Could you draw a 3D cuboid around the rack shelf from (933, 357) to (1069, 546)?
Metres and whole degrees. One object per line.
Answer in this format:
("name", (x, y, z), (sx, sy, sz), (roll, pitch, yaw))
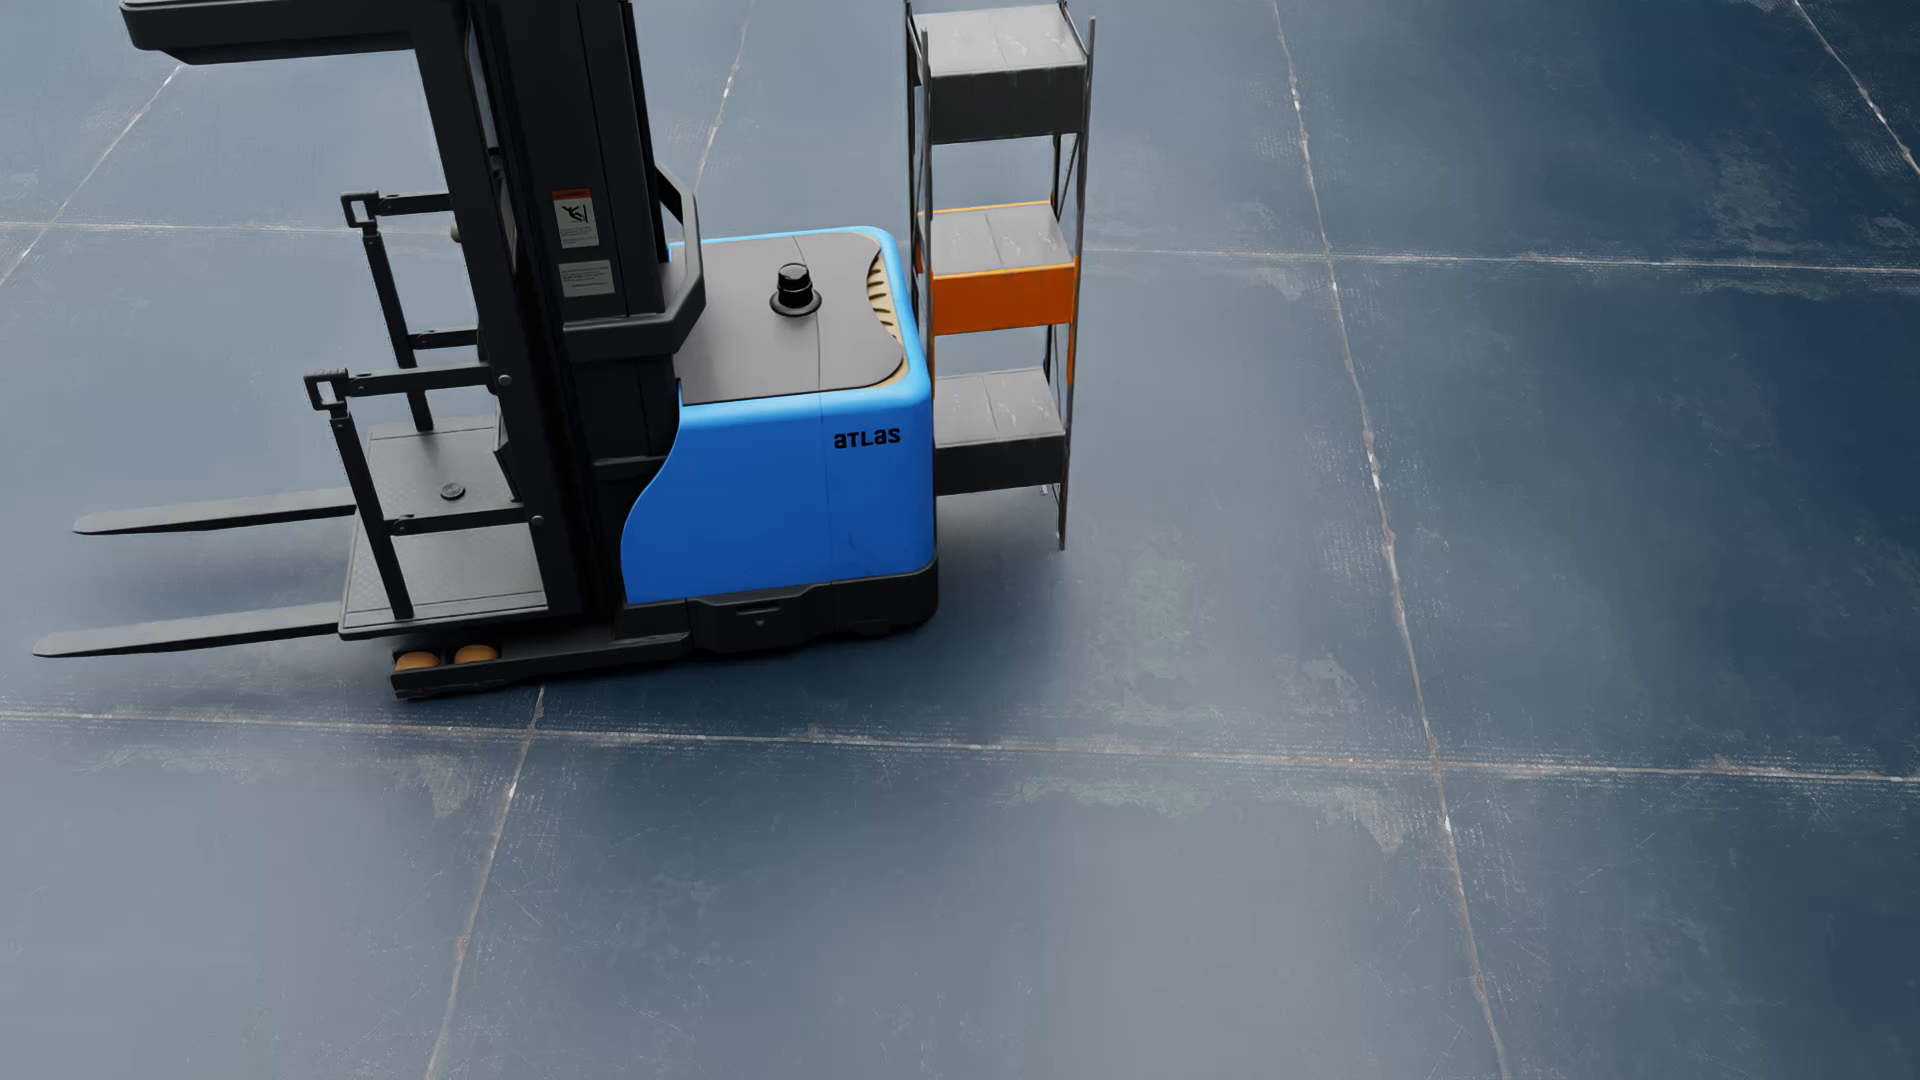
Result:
("rack shelf", (0.110, -0.316, 6.095), (0.480, 0.518, 0.431), (-6, 43, -7))

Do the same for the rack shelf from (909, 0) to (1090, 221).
("rack shelf", (0.110, -1.340, 5.141), (0.480, 0.518, 0.431), (-6, 43, -7))

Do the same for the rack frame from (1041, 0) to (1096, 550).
("rack frame", (0.350, -0.865, 5.638), (0.015, 2.100, 0.400), (-6, 43, -7))

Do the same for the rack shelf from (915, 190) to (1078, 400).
("rack shelf", (0.110, -0.828, 5.618), (0.480, 0.518, 0.431), (-6, 43, -7))

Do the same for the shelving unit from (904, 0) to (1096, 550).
("shelving unit", (0.110, -0.838, 5.609), (0.503, 2.100, 0.431), (-6, 43, -7))

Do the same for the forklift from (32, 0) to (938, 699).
("forklift", (-1.641, -0.923, 5.090), (3.031, 2.935, 1.130), (-6, 43, -7))

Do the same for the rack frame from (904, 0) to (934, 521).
("rack frame", (-0.131, -0.811, 5.580), (0.015, 2.100, 0.400), (-6, 43, -7))
